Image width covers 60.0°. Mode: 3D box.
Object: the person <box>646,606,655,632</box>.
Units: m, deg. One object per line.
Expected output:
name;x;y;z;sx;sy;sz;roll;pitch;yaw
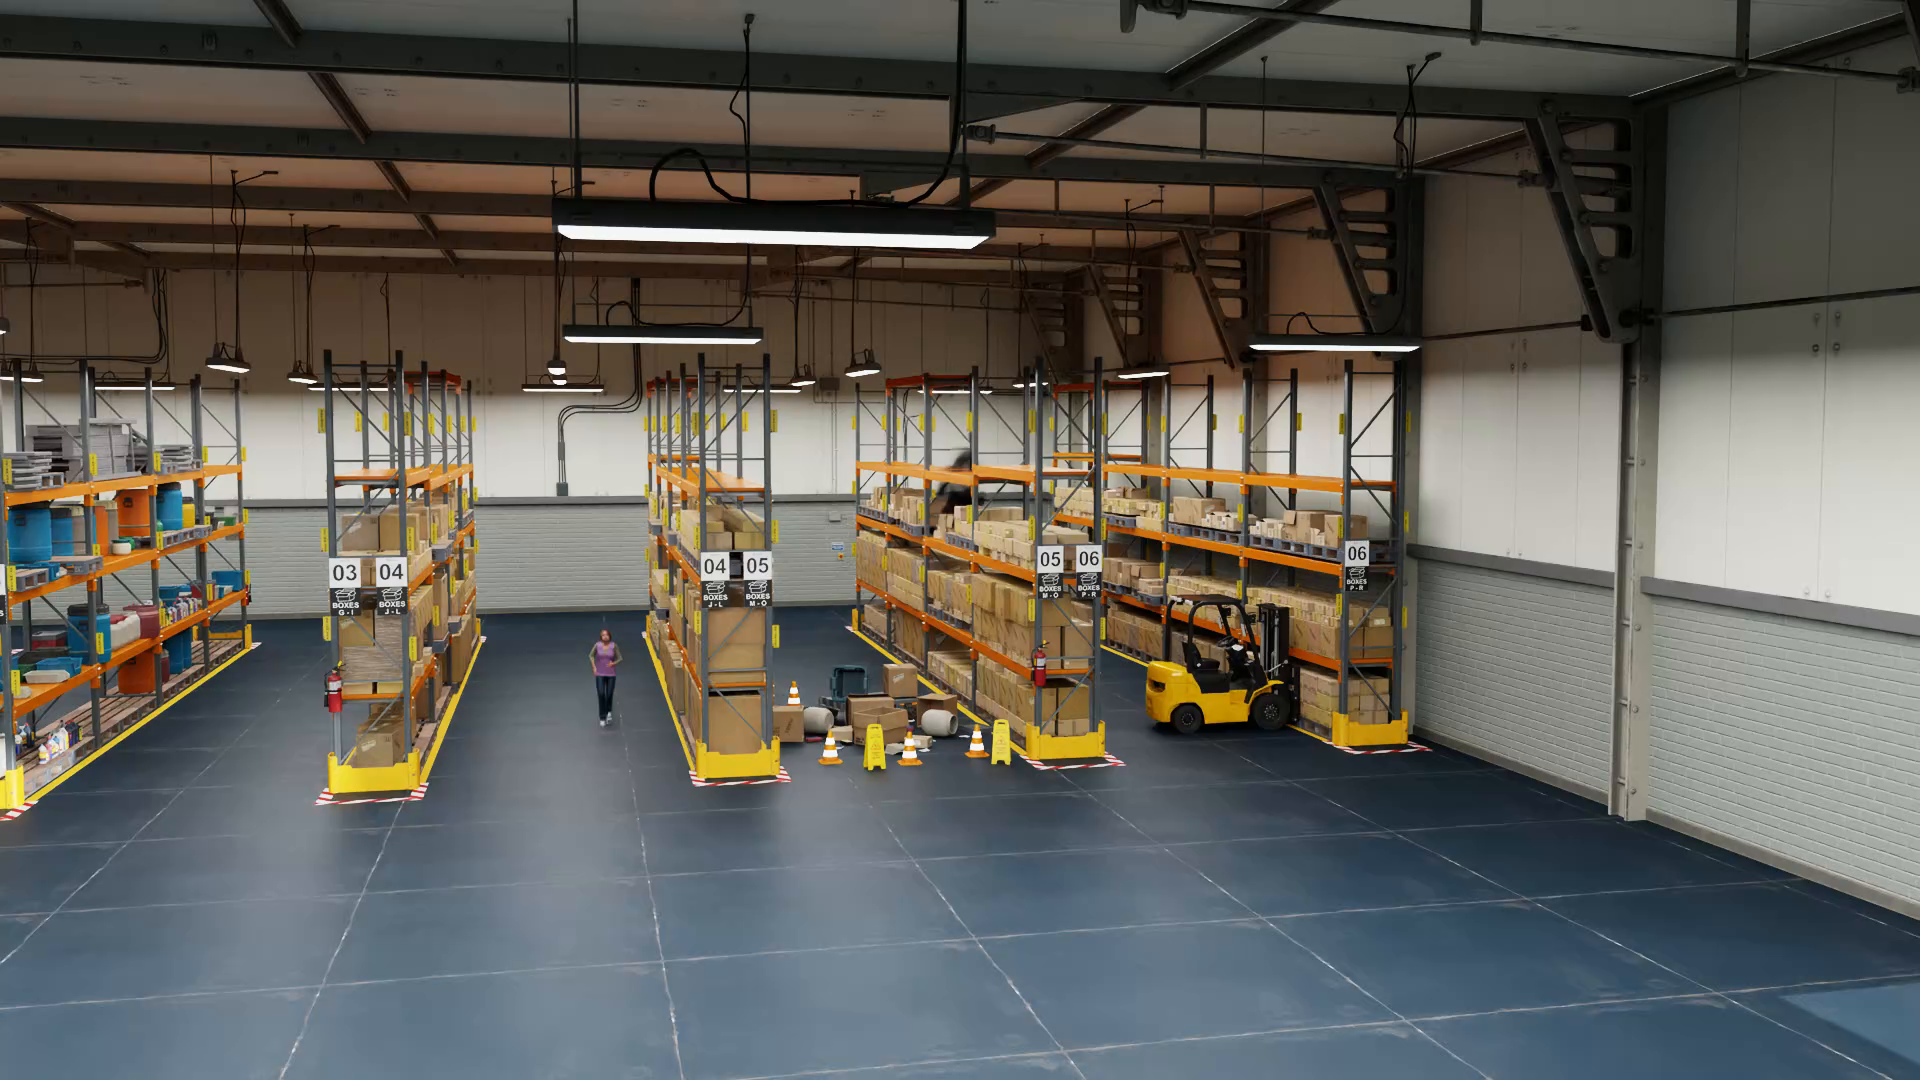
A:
person;-7.115;1.350;40.183;0.888;1.788;0.692;-2;4;-27

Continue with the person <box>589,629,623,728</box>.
person;-5.888;2.292;27.683;0.546;1.654;0.656;-1;4;-11
